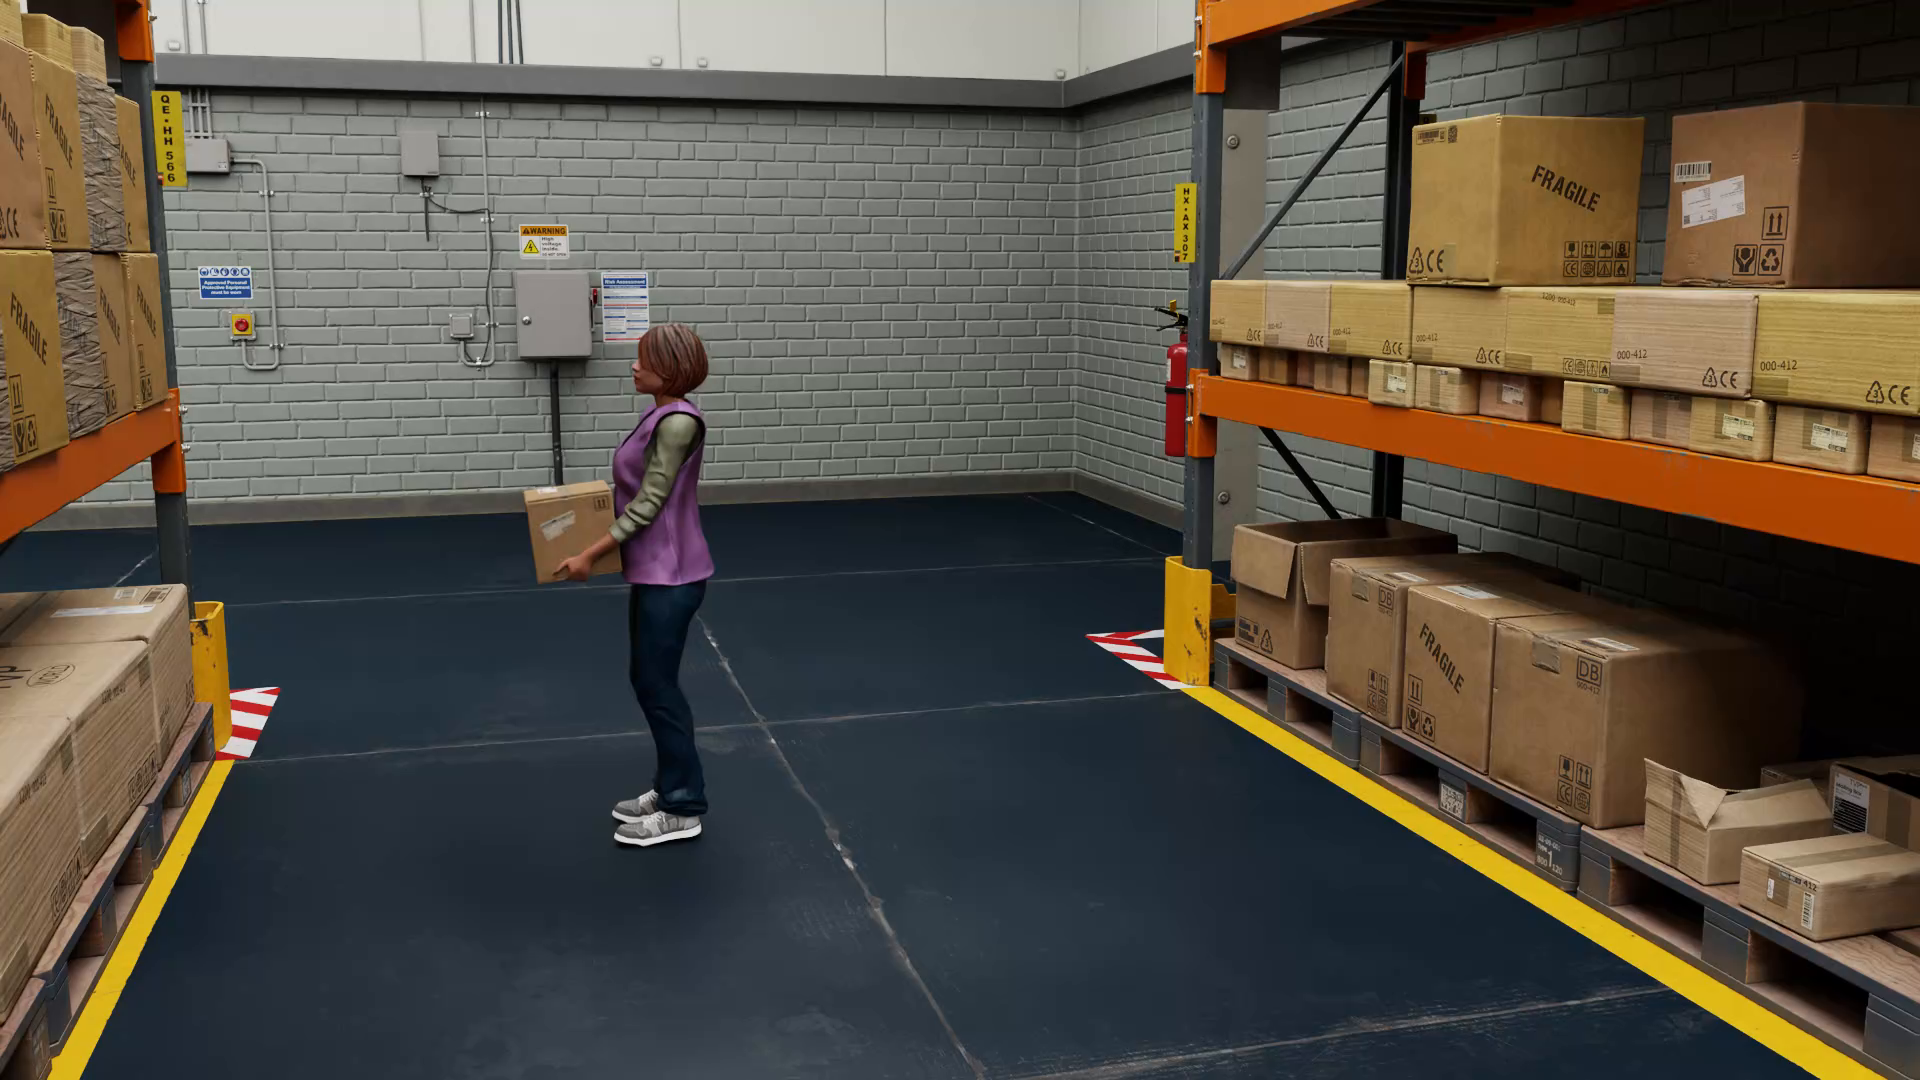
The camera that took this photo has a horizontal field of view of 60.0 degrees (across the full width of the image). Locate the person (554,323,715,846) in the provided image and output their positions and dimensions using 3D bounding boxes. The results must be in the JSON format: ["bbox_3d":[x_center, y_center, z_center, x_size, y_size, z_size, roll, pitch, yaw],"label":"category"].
[{"bbox_3d":[-1.002,0.136,5.109,0.488,1.590,0.411,-3,10,-16],"label":"person"}]
